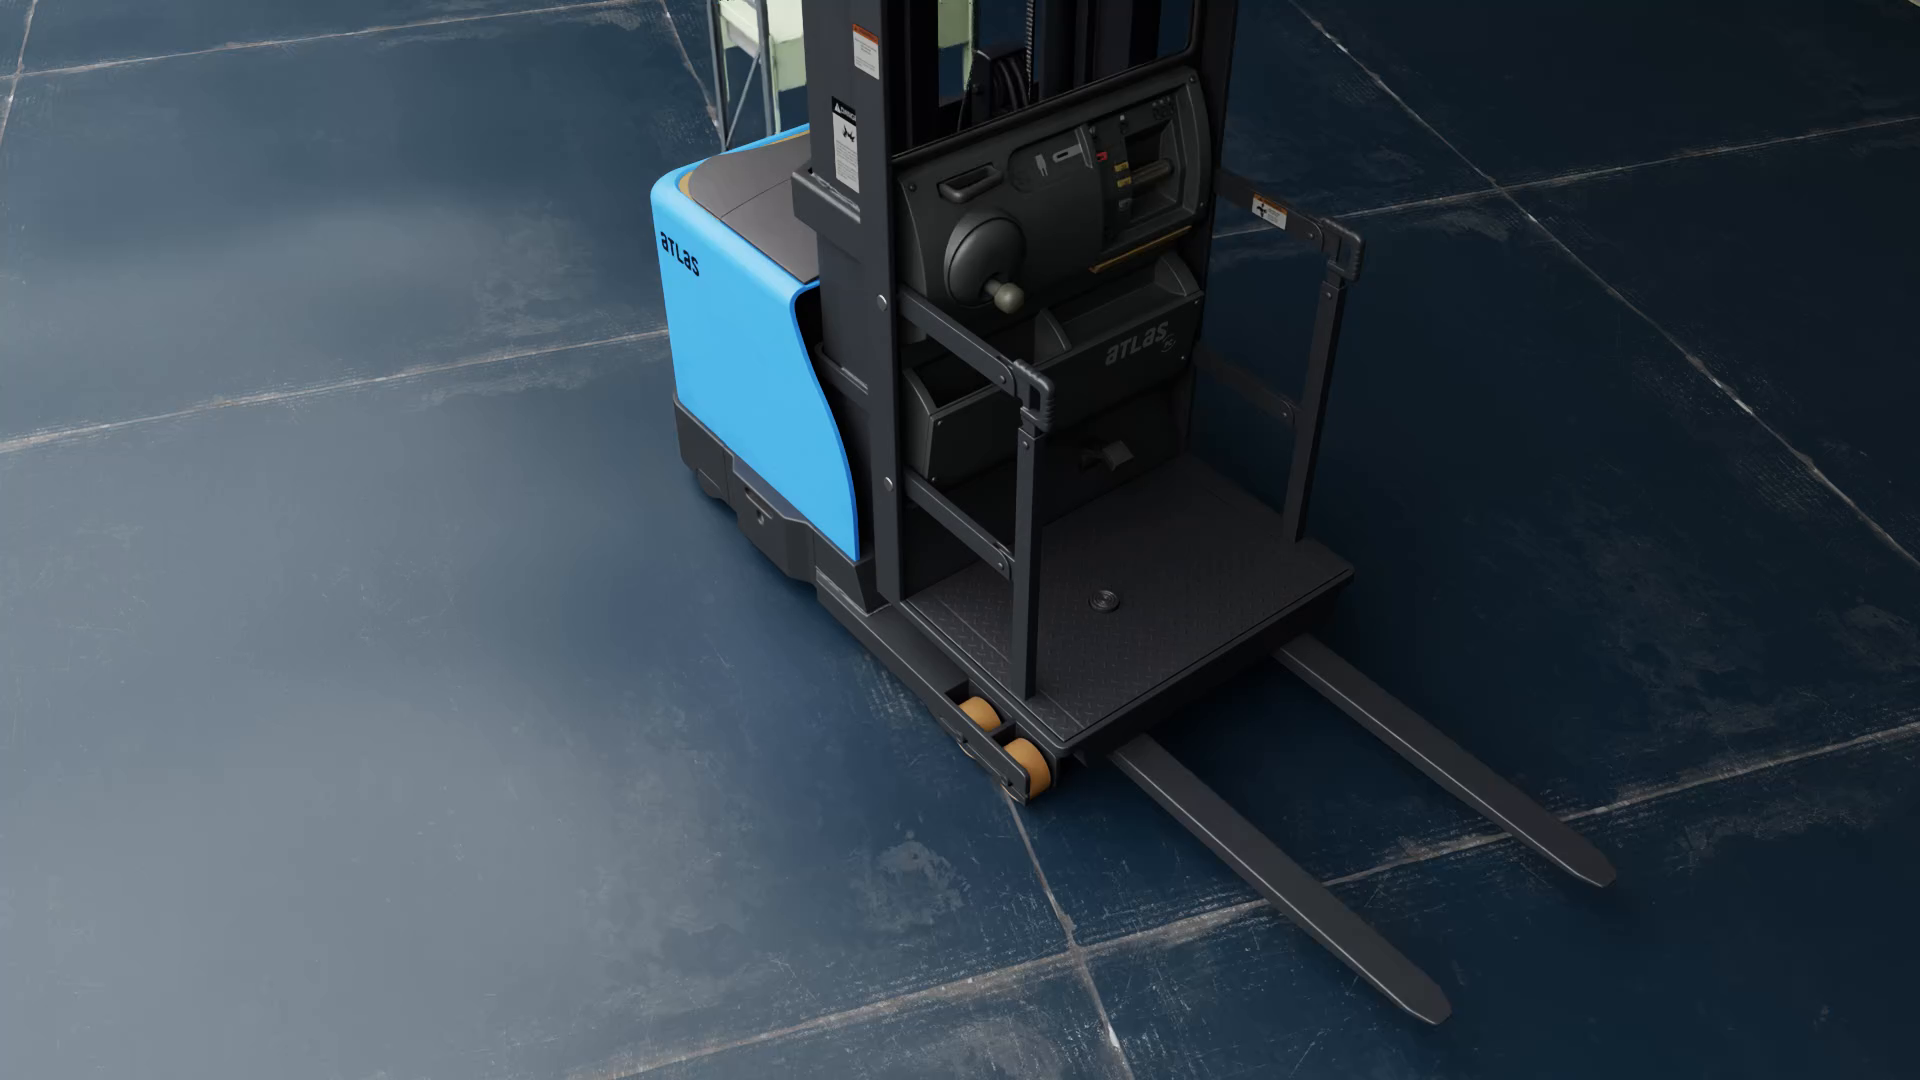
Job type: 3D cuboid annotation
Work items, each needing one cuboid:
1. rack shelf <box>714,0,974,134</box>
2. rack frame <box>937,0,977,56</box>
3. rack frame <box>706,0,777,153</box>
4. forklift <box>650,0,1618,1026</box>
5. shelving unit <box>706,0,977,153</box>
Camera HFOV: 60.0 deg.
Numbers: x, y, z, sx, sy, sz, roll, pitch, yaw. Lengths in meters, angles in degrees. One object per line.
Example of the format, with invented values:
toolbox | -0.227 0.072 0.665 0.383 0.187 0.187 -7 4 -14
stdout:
rack shelf | -0.371 -1.596 5.341 0.720 0.370 0.431 -23 46 -24
rack frame | -0.060 -1.429 5.743 0.023 1.500 0.400 -23 46 -24
rack frame | -0.679 -1.172 5.450 0.023 1.500 0.400 -23 46 -24
forklift | 0.386 -0.779 3.914 1.130 2.935 3.031 -27 48 -28
shelving unit | -0.370 -1.301 5.597 0.755 1.500 0.431 -23 46 -24
